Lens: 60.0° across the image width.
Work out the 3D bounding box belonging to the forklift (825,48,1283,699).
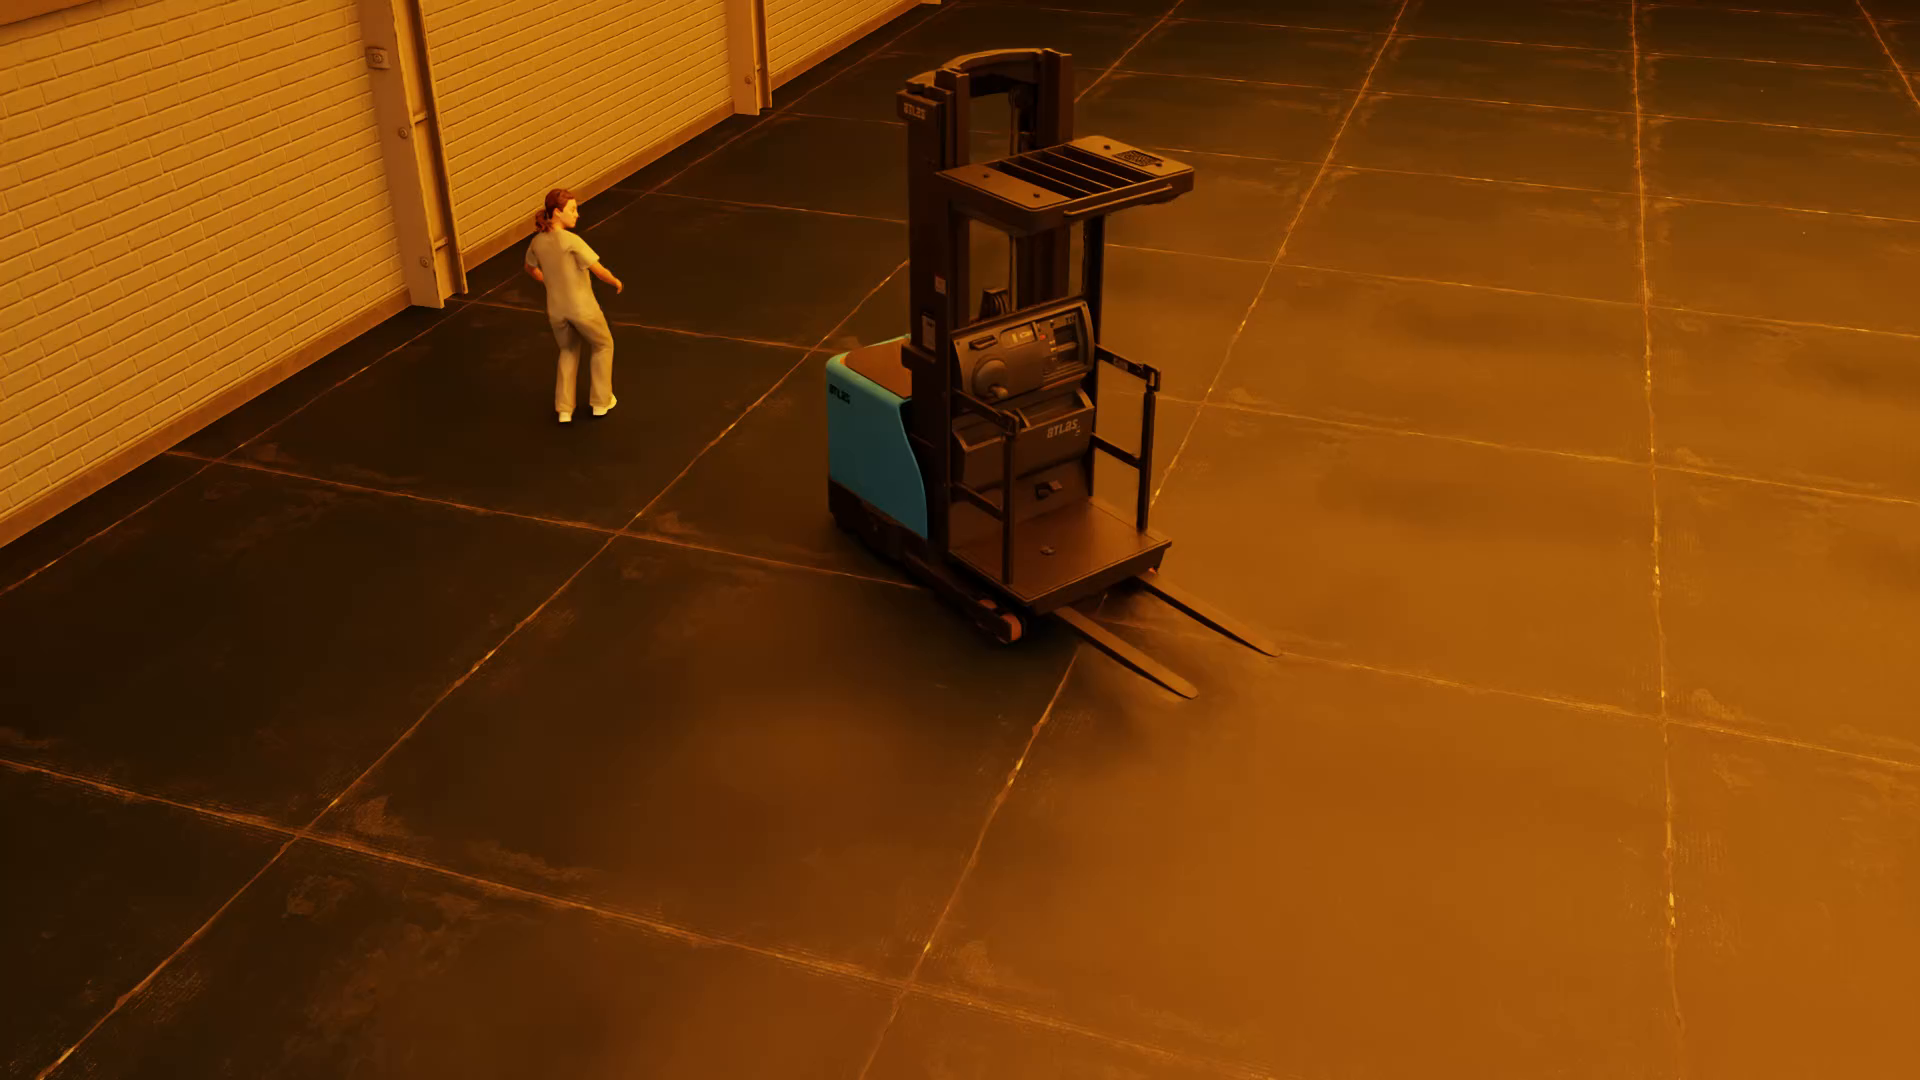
[{"bbox_3d":[0.484,-0.984,8.863,1.130,2.935,3.031,-21,36,-32],"label":"forklift"}]

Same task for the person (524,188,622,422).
[{"bbox_3d":[-2.611,-1.588,11.287,0.671,1.618,0.505,9,31,16],"label":"person"}]
